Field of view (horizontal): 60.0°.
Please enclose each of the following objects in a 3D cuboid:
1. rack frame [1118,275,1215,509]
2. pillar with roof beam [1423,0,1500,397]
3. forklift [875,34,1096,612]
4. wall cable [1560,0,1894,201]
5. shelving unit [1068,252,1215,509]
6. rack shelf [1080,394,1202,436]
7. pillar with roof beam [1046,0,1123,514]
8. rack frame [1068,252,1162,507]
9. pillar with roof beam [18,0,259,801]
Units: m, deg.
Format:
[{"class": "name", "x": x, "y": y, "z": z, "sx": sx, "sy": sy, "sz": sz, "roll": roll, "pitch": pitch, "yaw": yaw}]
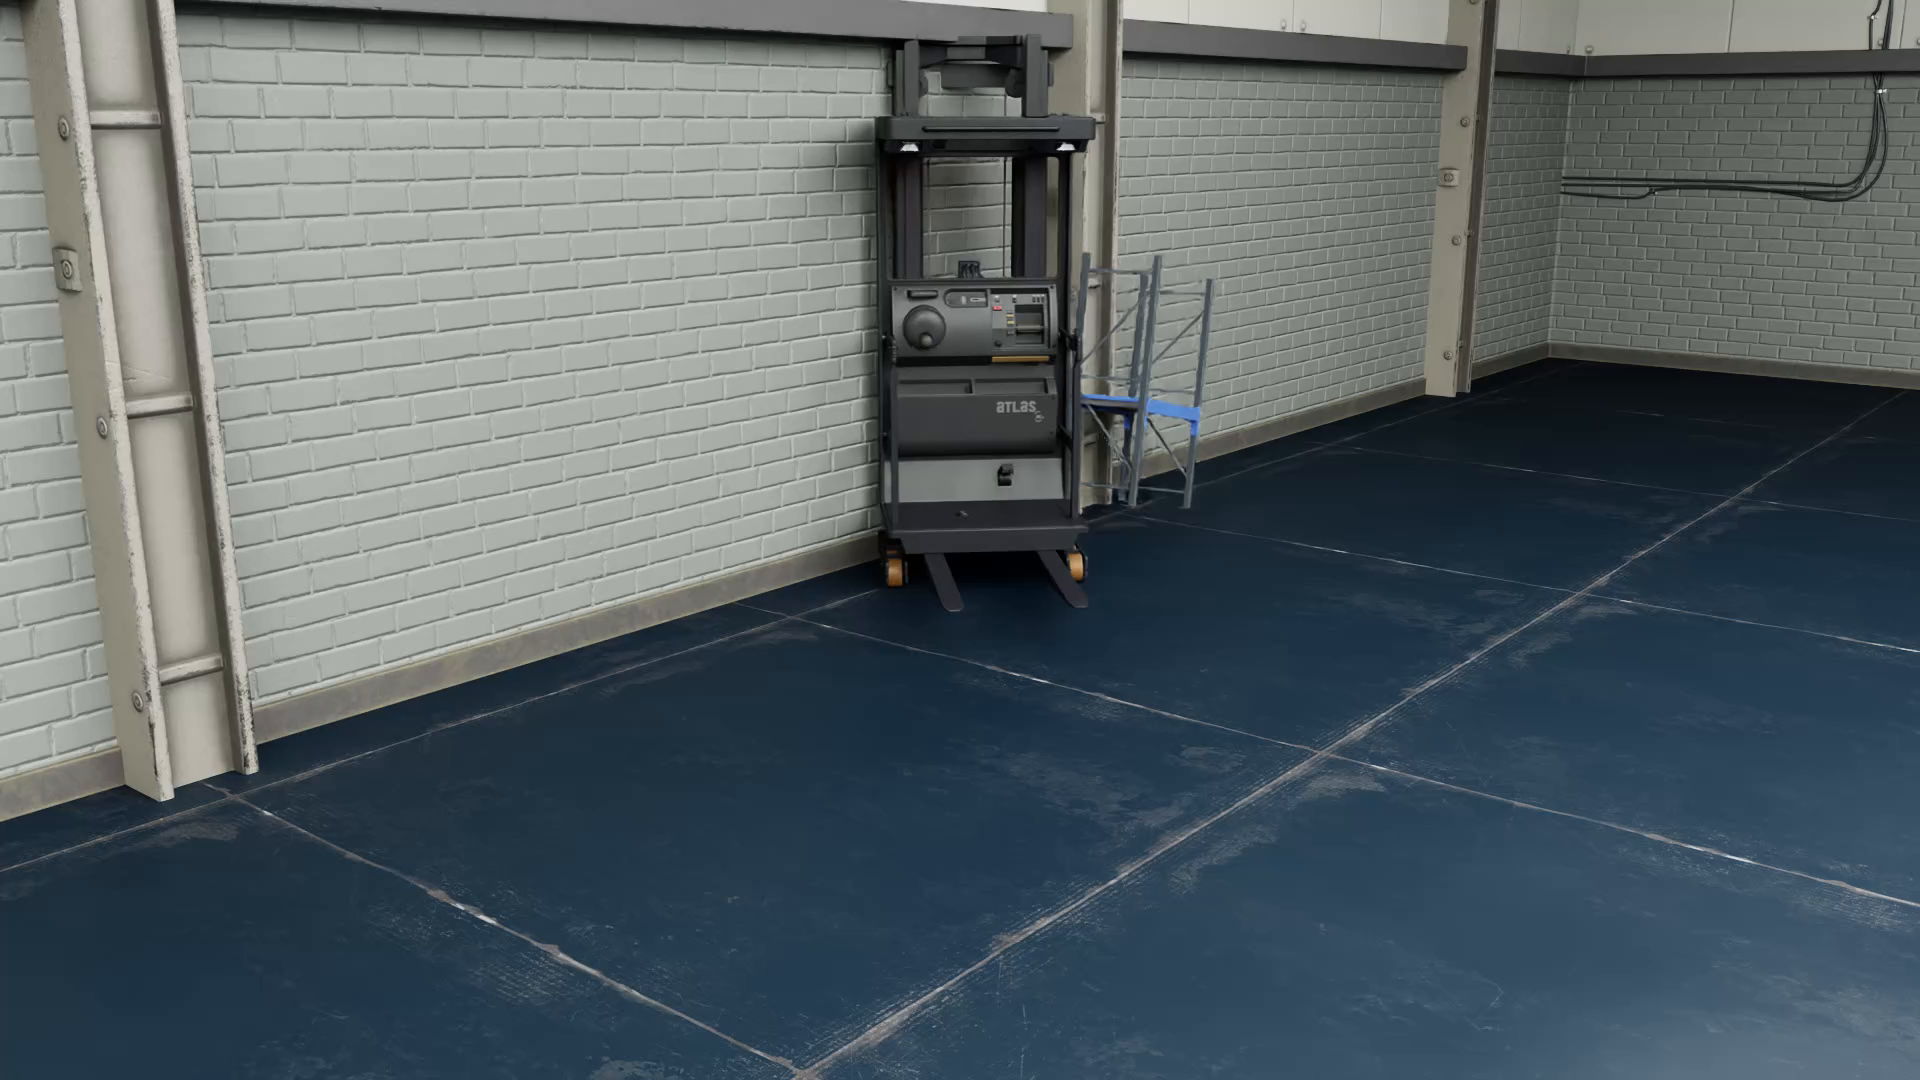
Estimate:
[{"class": "rack frame", "x": 1.353, "y": -0.978, "z": 10.942, "sx": 0.500, "sy": 1.500, "sz": 0.032, "roll": 7, "pitch": 4, "yaw": 26}, {"class": "pillar with roof beam", "x": 7.890, "y": -5.071, "z": 11.807, "sx": 9.100, "sy": 9.000, "sz": 0.400, "roll": 11, "pitch": 18, "yaw": 38}, {"class": "forklift", "x": 0.107, "y": -1.247, "z": 9.079, "sx": 1.130, "sy": 2.935, "sz": 3.031, "roll": -2, "pitch": 14, "yaw": -6}, {"class": "wall cable", "x": 7.422, "y": -4.592, "z": 16.228, "sx": 3.097, "sy": 2.526, "sz": 0.112, "roll": 11, "pitch": 18, "yaw": 38}, {"class": "shelving unit", "x": 1.127, "y": -0.975, "z": 10.486, "sx": 0.538, "sy": 1.500, "sz": 1.048, "roll": 7, "pitch": 4, "yaw": 26}, {"class": "rack shelf", "x": 1.110, "y": -0.796, "z": 10.496, "sx": 0.538, "sy": 0.185, "sz": 1.000, "roll": 7, "pitch": 4, "yaw": 26}, {"class": "pillar with roof beam", "x": 4.119, "y": -3.922, "z": 7.284, "sx": 9.100, "sy": 9.000, "sz": 0.400, "roll": 11, "pitch": 18, "yaw": 38}, {"class": "rack frame", "x": 0.902, "y": -0.972, "z": 10.031, "sx": 0.500, "sy": 1.500, "sz": 0.032, "roll": 7, "pitch": 4, "yaw": 26}, {"class": "pillar with roof beam", "x": 0.348, "y": -2.773, "z": 2.761, "sx": 9.100, "sy": 9.000, "sz": 0.400, "roll": 11, "pitch": 18, "yaw": 38}]
